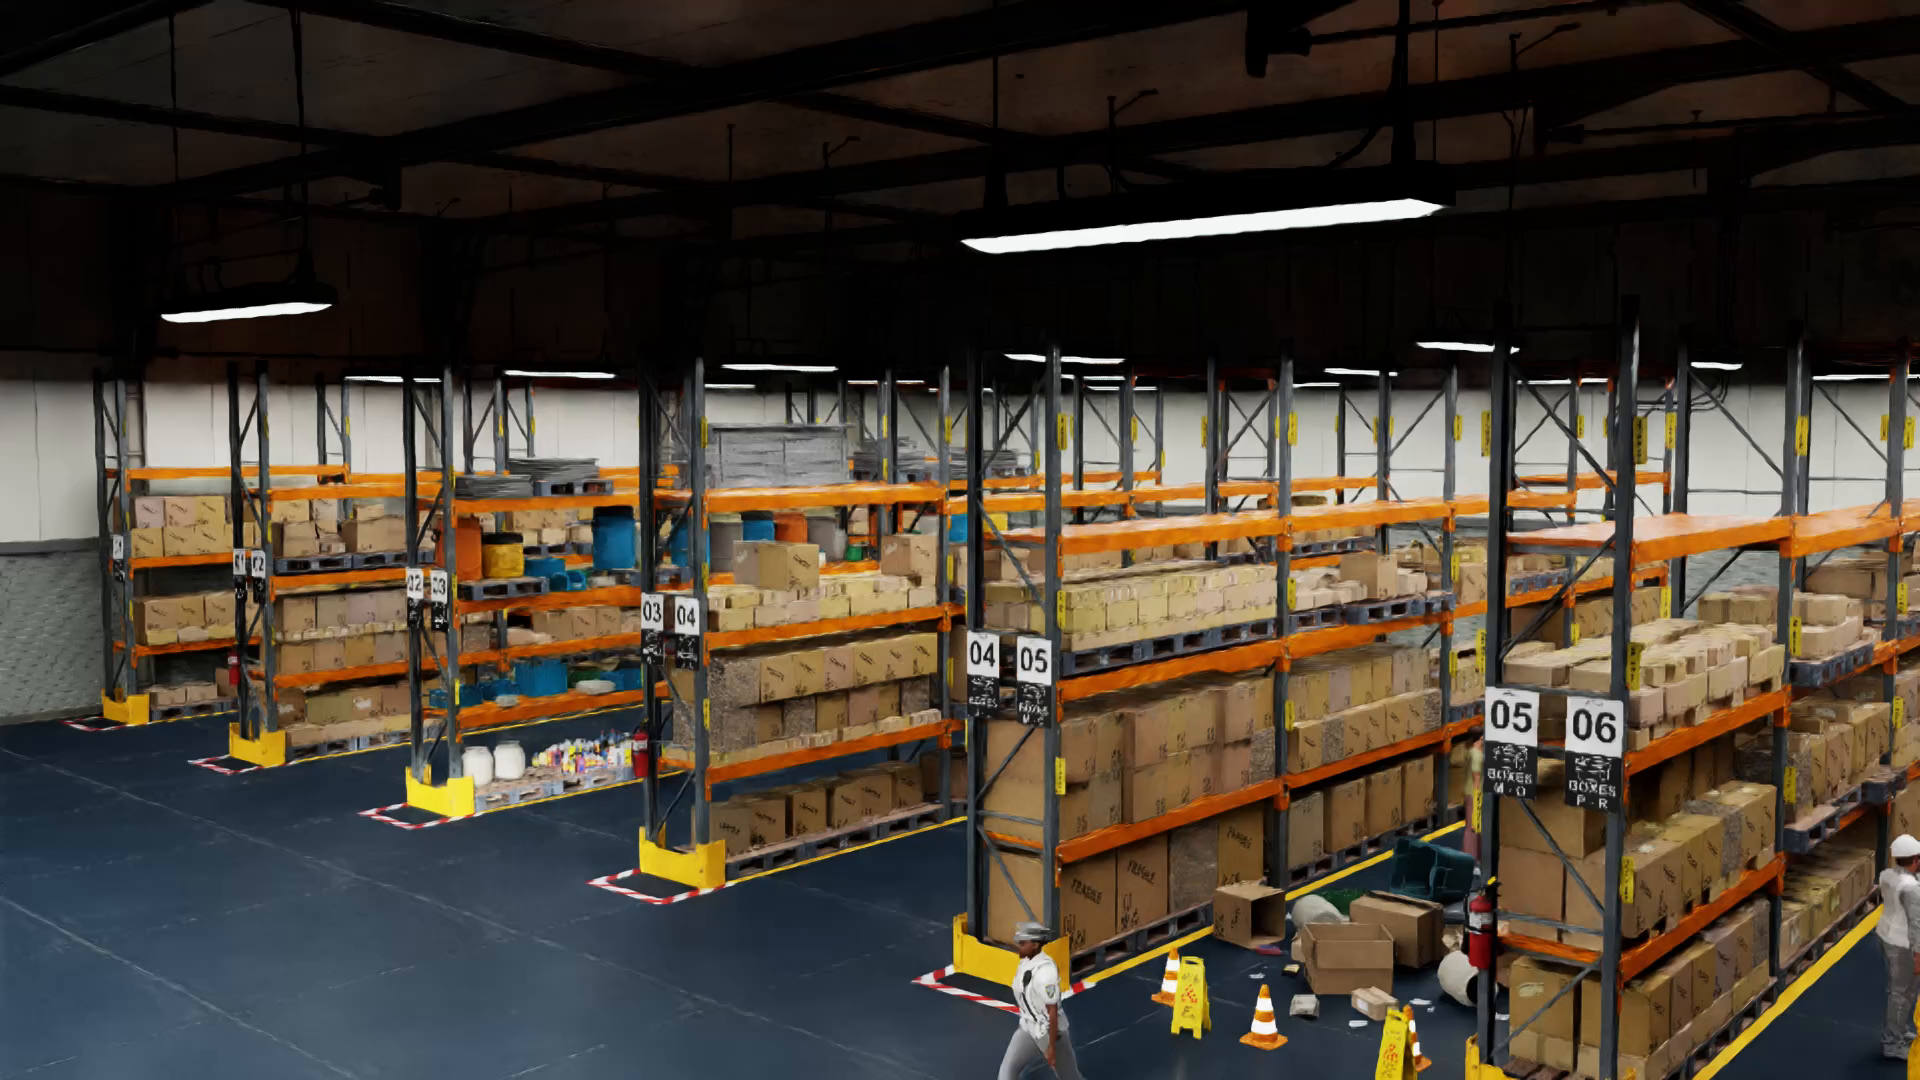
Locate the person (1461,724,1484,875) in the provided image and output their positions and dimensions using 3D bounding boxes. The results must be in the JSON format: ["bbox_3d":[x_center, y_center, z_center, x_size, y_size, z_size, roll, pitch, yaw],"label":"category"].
[{"bbox_3d":[5.909,2.924,18.905,0.431,1.677,0.499,1,4,9],"label":"person"}]

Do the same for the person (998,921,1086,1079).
[{"bbox_3d":[0.600,3.487,11.825,0.944,1.617,0.498,-2,5,-26],"label":"person"}]

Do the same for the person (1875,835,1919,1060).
[{"bbox_3d":[7.693,3.273,13.475,0.450,1.776,0.584,1,4,9],"label":"person"}]
